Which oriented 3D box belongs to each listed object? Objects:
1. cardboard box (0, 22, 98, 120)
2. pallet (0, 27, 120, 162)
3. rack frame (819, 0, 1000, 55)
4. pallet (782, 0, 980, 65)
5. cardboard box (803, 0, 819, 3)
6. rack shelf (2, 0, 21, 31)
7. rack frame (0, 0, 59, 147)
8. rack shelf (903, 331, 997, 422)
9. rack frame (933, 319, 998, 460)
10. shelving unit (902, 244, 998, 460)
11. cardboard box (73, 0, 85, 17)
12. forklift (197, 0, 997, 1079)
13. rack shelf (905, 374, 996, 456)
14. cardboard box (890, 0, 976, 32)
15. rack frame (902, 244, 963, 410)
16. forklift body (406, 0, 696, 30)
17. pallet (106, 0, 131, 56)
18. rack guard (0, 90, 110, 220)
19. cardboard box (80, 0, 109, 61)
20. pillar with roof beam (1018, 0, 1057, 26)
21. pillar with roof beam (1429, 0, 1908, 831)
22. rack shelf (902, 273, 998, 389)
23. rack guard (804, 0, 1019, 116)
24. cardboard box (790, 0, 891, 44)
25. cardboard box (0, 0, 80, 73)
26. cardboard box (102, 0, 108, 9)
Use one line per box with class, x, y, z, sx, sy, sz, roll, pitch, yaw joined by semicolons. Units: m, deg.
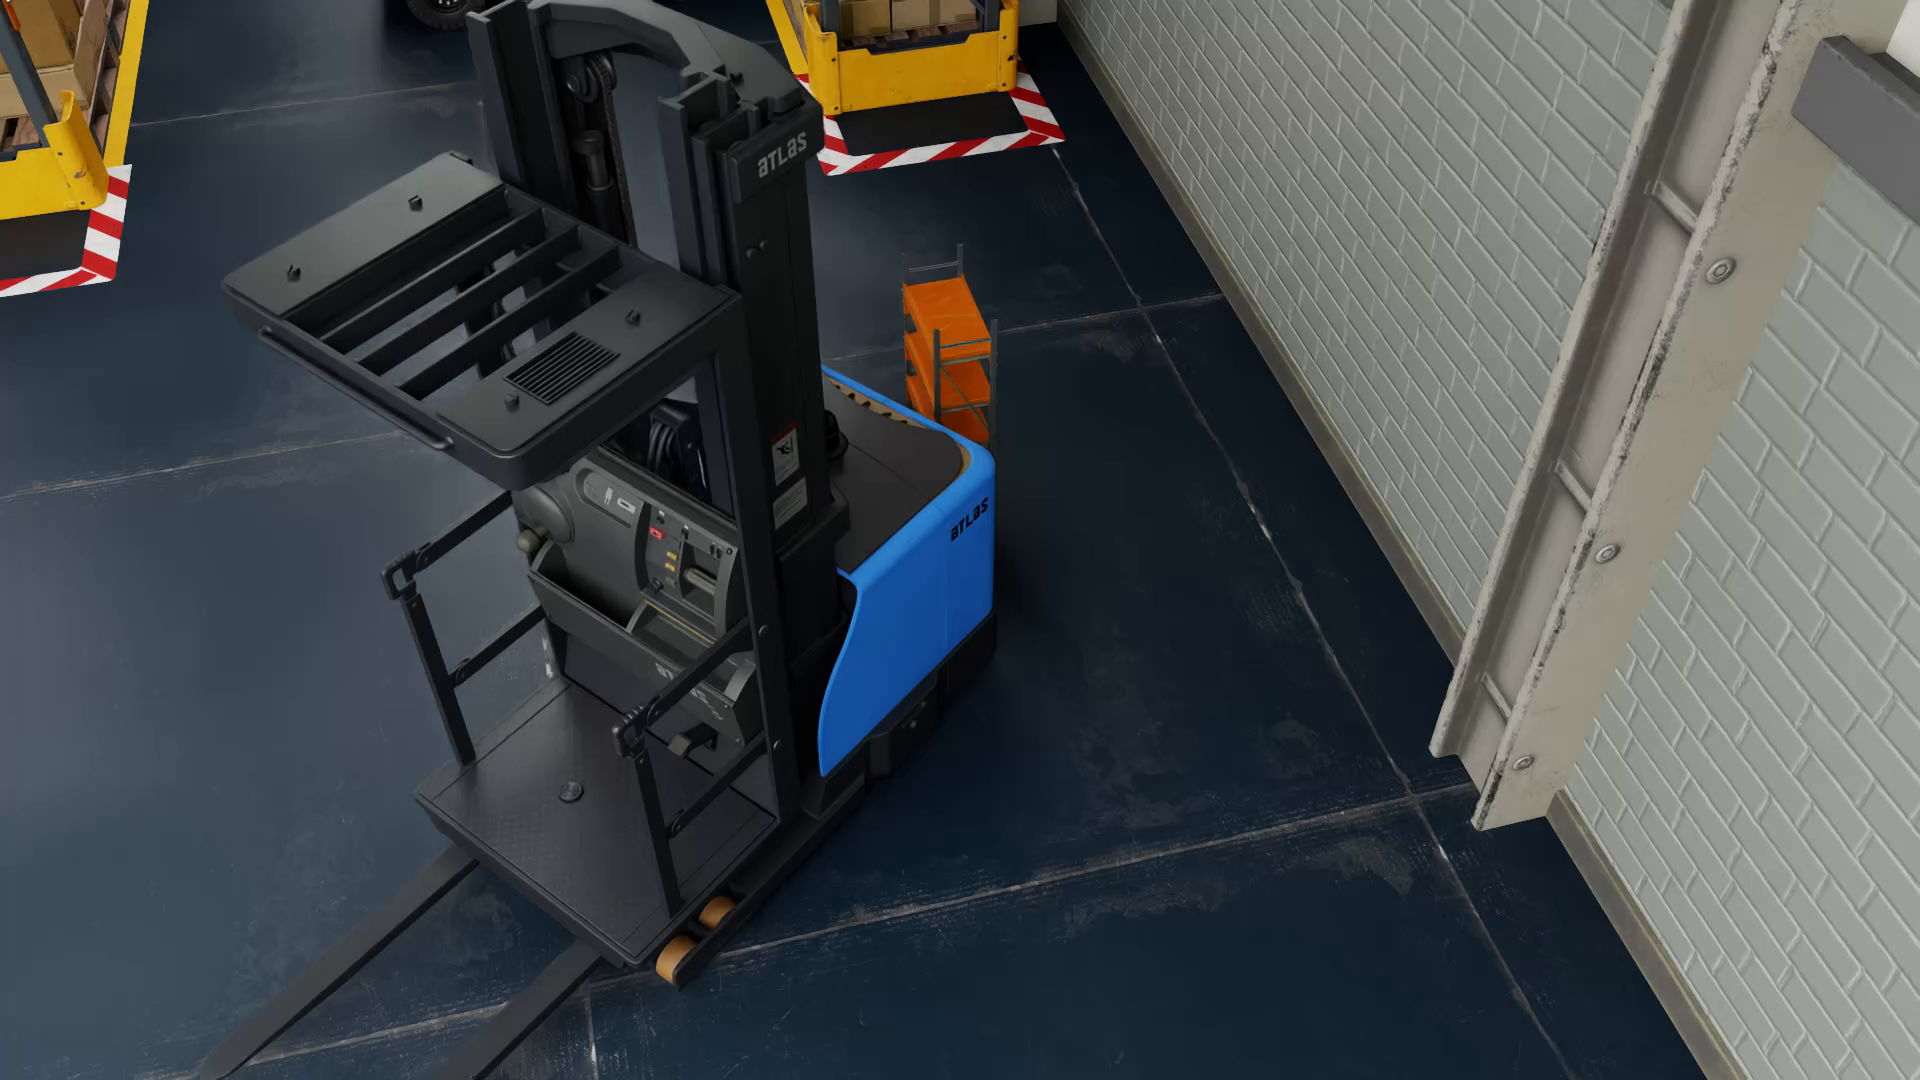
cardboard box;-5.010;-2.547;9.028;0.500;0.250;0.500;-11;47;-11
pallet;-5.264;-2.399;9.204;1.003;0.211;1.213;-11;47;-10
rack frame;-0.273;-3.665;8.492;1.000;3.000;0.127;-11;47;-10
pallet;-0.509;-3.209;9.998;1.003;0.211;1.213;-11;47;-10
cardboard box;-0.700;-3.303;9.419;0.500;0.250;0.500;-11;47;-11
rack shelf;-5.582;-3.884;9.210;1.077;0.370;4.000;-11;47;-10
rack frame;-5.070;-2.755;7.600;1.000;3.000;0.127;-11;47;-10
rack shelf;-0.042;-0.644;6.572;0.258;0.148;0.480;-11;47;-10
rack frame;0.020;-0.366;6.519;0.240;1.200;0.015;-11;47;-10
shelving unit;-0.042;-0.534;6.684;0.258;1.200;0.503;-11;47;-10
cardboard box;-5.154;-3.186;9.129;0.500;0.500;0.500;-12;47;-12
forklift;-1.153;0.050;4.899;1.130;2.935;3.031;29;52;25
rack shelf;-0.042;-0.487;6.732;0.258;0.148;0.480;-11;47;-10
cardboard box;-0.210;-3.224;9.692;0.500;0.250;0.500;-11;47;-10
rack frame;-0.105;-0.703;6.849;0.240;1.200;0.015;-11;47;-10
forklift body;-2.522;-4.343;9.751;2.313;2.155;1.214;-11;47;-10
pallet;-5.572;-3.239;10.027;1.003;0.211;1.213;-11;47;-10
rack guard;-5.090;-1.932;8.544;1.175;0.500;0.348;-11;47;-10
cardboard box;-5.133;-2.901;9.374;0.500;0.250;0.500;-9;46;-9
pillar with roof beam;-3.742;-5.623;6.211;9.100;9.000;0.400;-11;47;-10
pillar with roof beam;-2.206;-1.481;2.151;9.100;9.000;0.400;-11;47;-10
rack shelf;-0.042;-0.809;6.404;0.258;0.148;0.480;-11;47;-10
rack guard;-0.267;-2.773;9.369;1.175;0.500;0.348;-11;47;-10
cardboard box;-0.699;-3.116;9.585;0.500;0.250;0.500;-10;46;-10
cardboard box;-5.016;-2.826;8.776;0.500;0.500;0.500;-12;47;-12
cardboard box;-5.285;-3.275;9.741;0.500;0.250;0.500;-8;46;-8
